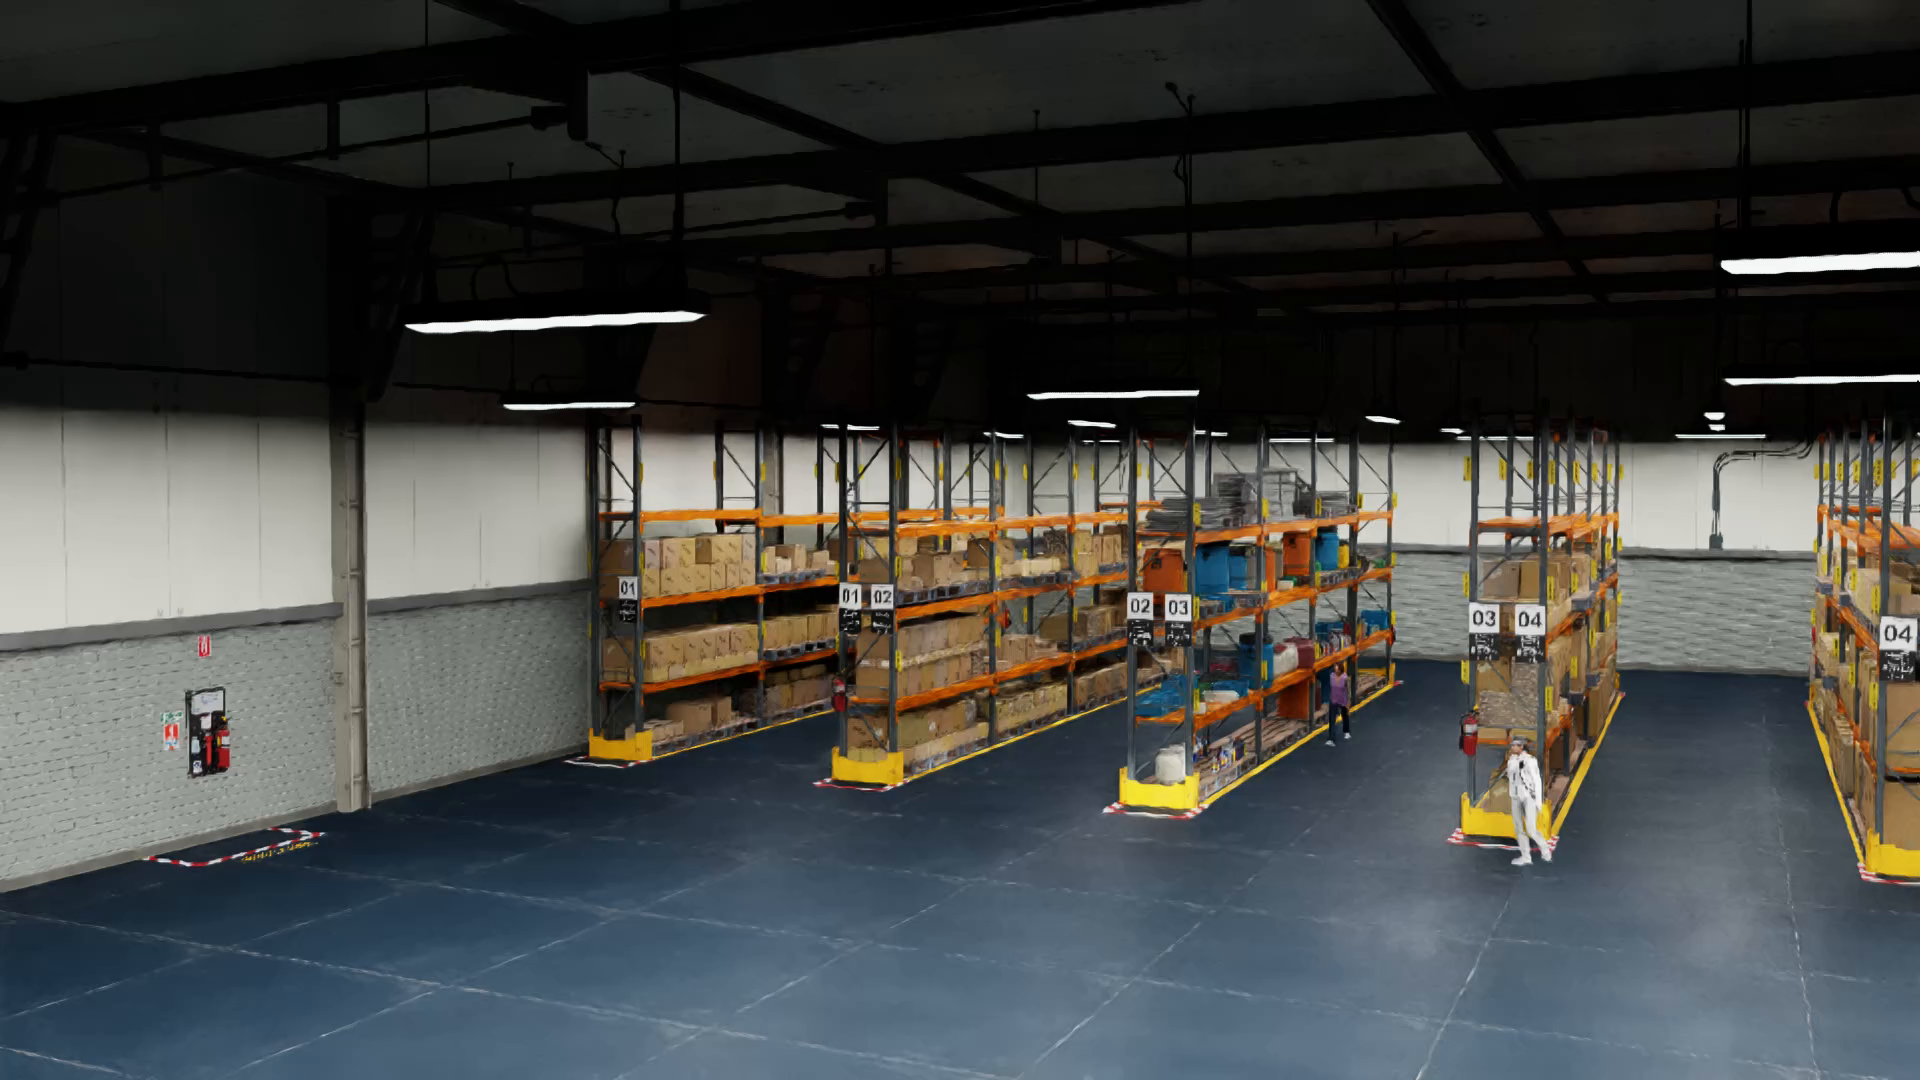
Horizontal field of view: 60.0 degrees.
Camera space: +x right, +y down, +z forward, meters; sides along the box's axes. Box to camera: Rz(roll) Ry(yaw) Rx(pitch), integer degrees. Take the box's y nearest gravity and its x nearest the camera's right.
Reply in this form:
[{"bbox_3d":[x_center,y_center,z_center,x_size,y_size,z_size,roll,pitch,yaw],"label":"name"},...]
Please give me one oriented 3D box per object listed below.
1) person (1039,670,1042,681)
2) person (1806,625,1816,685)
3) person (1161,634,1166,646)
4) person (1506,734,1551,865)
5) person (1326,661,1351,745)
[{"bbox_3d":[2.148,2.548,38.888,0.540,1.676,1.130,1,3,23],"label":"person"},{"bbox_3d":[20.160,2.571,38.811,0.977,1.664,0.585,-2,3,-45],"label":"person"},{"bbox_3d":[5.586,2.344,44.075,0.685,1.672,0.552,-1,3,-28],"label":"person"},{"bbox_3d":[7.260,3.298,21.228,0.534,1.669,0.531,-1,3,-28],"label":"person"},{"bbox_3d":[6.986,2.975,30.547,0.414,1.525,1.034,1,3,24],"label":"person"}]
